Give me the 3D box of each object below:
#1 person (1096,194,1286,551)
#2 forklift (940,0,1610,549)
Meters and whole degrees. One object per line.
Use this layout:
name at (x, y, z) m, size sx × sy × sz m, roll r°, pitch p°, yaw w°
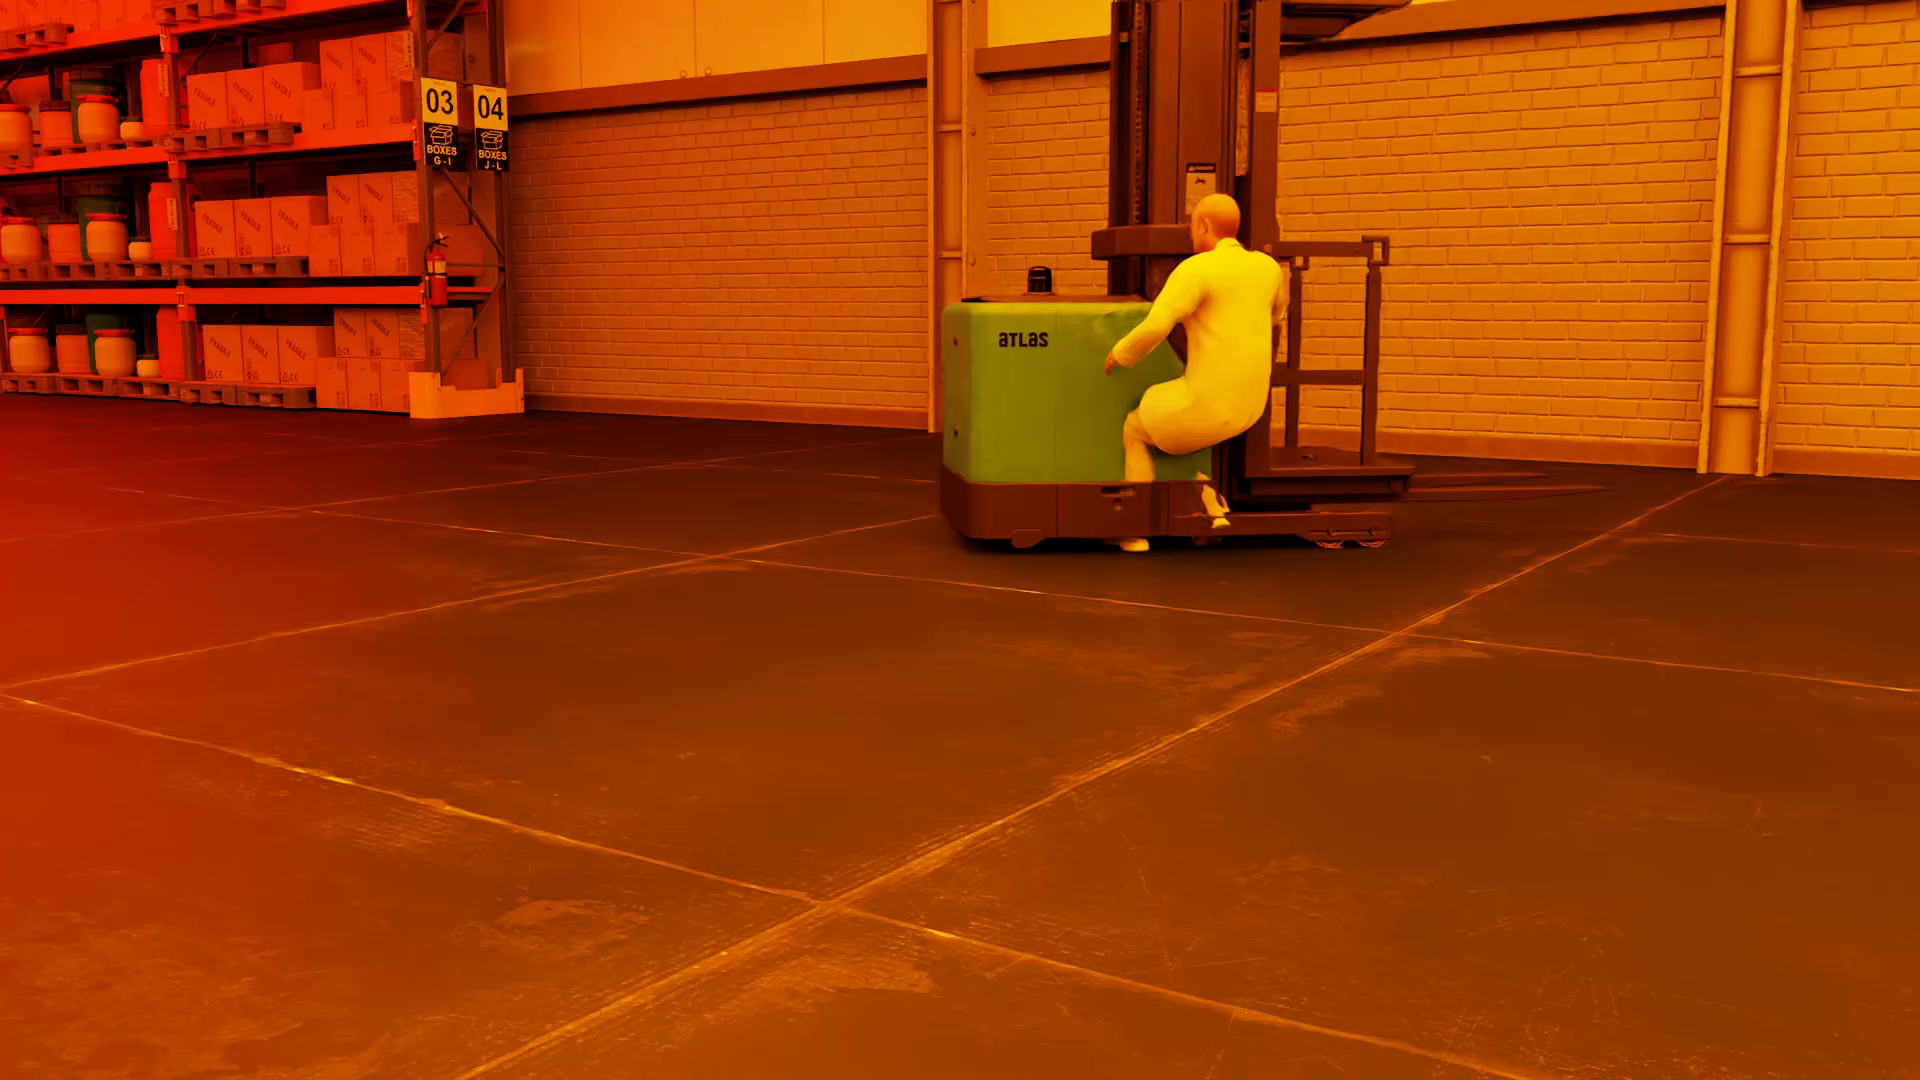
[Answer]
person at (0.892, -0.676, 7.065) m, size 0.908 × 1.537 × 0.869 m, roll 7°, pitch 11°, yaw 43°
forklift at (1.465, -1.484, 7.629) m, size 3.031 × 2.935 × 1.130 m, roll -1°, pitch 8°, yaw -8°
